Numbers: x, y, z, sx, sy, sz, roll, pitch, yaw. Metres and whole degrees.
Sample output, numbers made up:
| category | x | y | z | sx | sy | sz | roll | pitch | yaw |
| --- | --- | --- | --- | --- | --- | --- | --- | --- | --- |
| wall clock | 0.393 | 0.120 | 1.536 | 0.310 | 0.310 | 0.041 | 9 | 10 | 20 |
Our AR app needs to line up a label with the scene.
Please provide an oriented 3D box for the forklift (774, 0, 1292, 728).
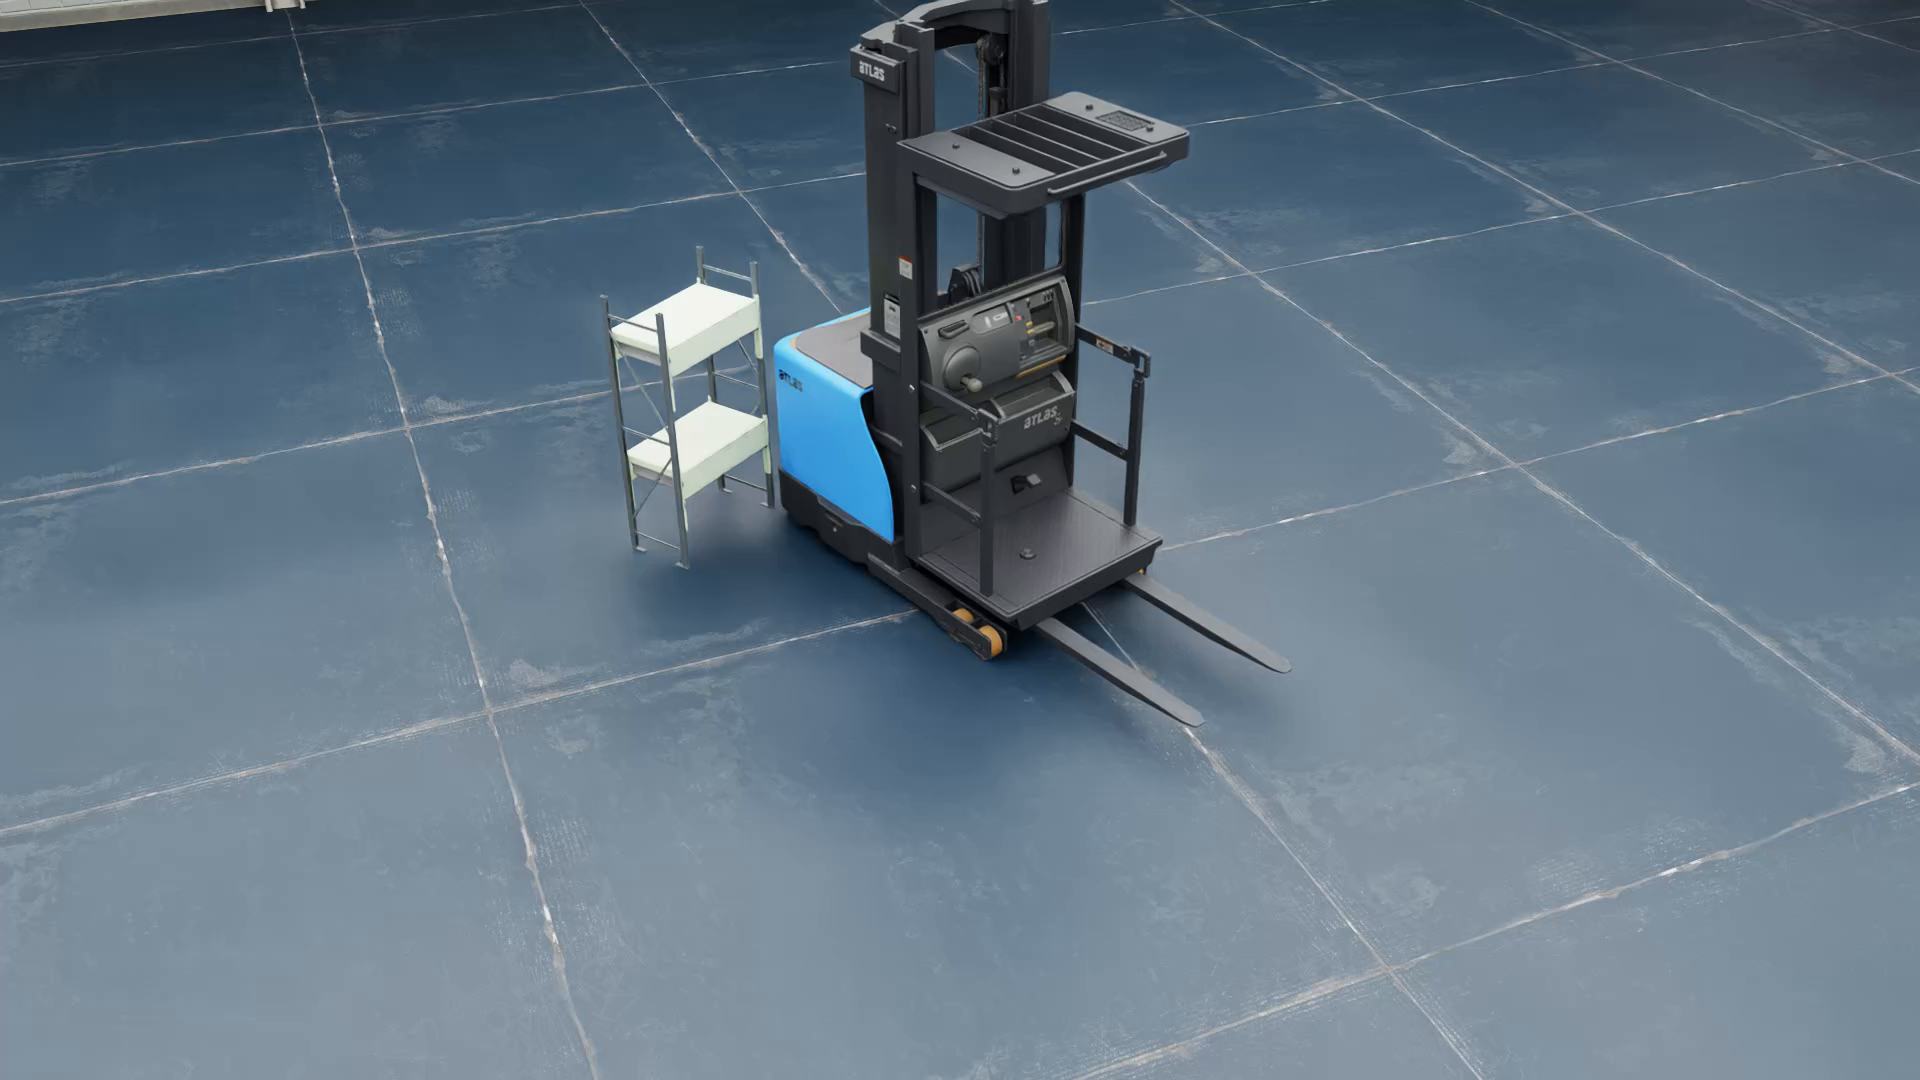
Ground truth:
| category | x | y | z | sx | sy | sz | roll | pitch | yaw |
| --- | --- | --- | --- | --- | --- | --- | --- | --- | --- |
| forklift | 0.331 | -0.947 | 7.936 | 1.130 | 2.935 | 3.031 | -25 | 41 | -33 |

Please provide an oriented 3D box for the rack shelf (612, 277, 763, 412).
| category | x | y | z | sx | sy | sz | roll | pitch | yaw |
| --- | --- | --- | --- | --- | --- | --- | --- | --- | --- |
| rack shelf | -1.424 | -1.027 | 8.655 | 0.431 | 0.370 | 0.720 | 19 | 38 | 27 |

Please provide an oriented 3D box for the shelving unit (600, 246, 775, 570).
| category | x | y | z | sx | sy | sz | roll | pitch | yaw |
| --- | --- | --- | --- | --- | --- | --- | --- | --- | --- |
| shelving unit | -1.423 | -0.700 | 8.868 | 0.431 | 1.500 | 0.755 | 19 | 38 | 27 |

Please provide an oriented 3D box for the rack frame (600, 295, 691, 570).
| category | x | y | z | sx | sy | sz | roll | pitch | yaw |
| --- | --- | --- | --- | --- | --- | --- | --- | --- | --- |
| rack frame | -1.622 | -0.532 | 8.610 | 0.400 | 1.500 | 0.023 | 19 | 38 | 27 |

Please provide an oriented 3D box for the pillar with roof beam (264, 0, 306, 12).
| category | x | y | z | sx | sy | sz | roll | pitch | yaw |
| --- | --- | --- | --- | --- | --- | --- | --- | --- | --- |
| pillar with roof beam | -5.674 | -7.416 | 12.314 | 0.400 | 9.000 | 9.100 | -13 | 35 | -19 |

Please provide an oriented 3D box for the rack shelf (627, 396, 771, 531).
| category | x | y | z | sx | sy | sz | roll | pitch | yaw |
| --- | --- | --- | --- | --- | --- | --- | --- | --- | --- |
| rack shelf | -1.423 | -0.426 | 9.046 | 0.431 | 0.370 | 0.720 | 19 | 38 | 27 |

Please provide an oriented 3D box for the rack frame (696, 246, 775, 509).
| category | x | y | z | sx | sy | sz | roll | pitch | yaw |
| --- | --- | --- | --- | --- | --- | --- | --- | --- | --- |
| rack frame | -1.225 | -0.867 | 9.125 | 0.400 | 1.500 | 0.023 | 19 | 38 | 27 |
